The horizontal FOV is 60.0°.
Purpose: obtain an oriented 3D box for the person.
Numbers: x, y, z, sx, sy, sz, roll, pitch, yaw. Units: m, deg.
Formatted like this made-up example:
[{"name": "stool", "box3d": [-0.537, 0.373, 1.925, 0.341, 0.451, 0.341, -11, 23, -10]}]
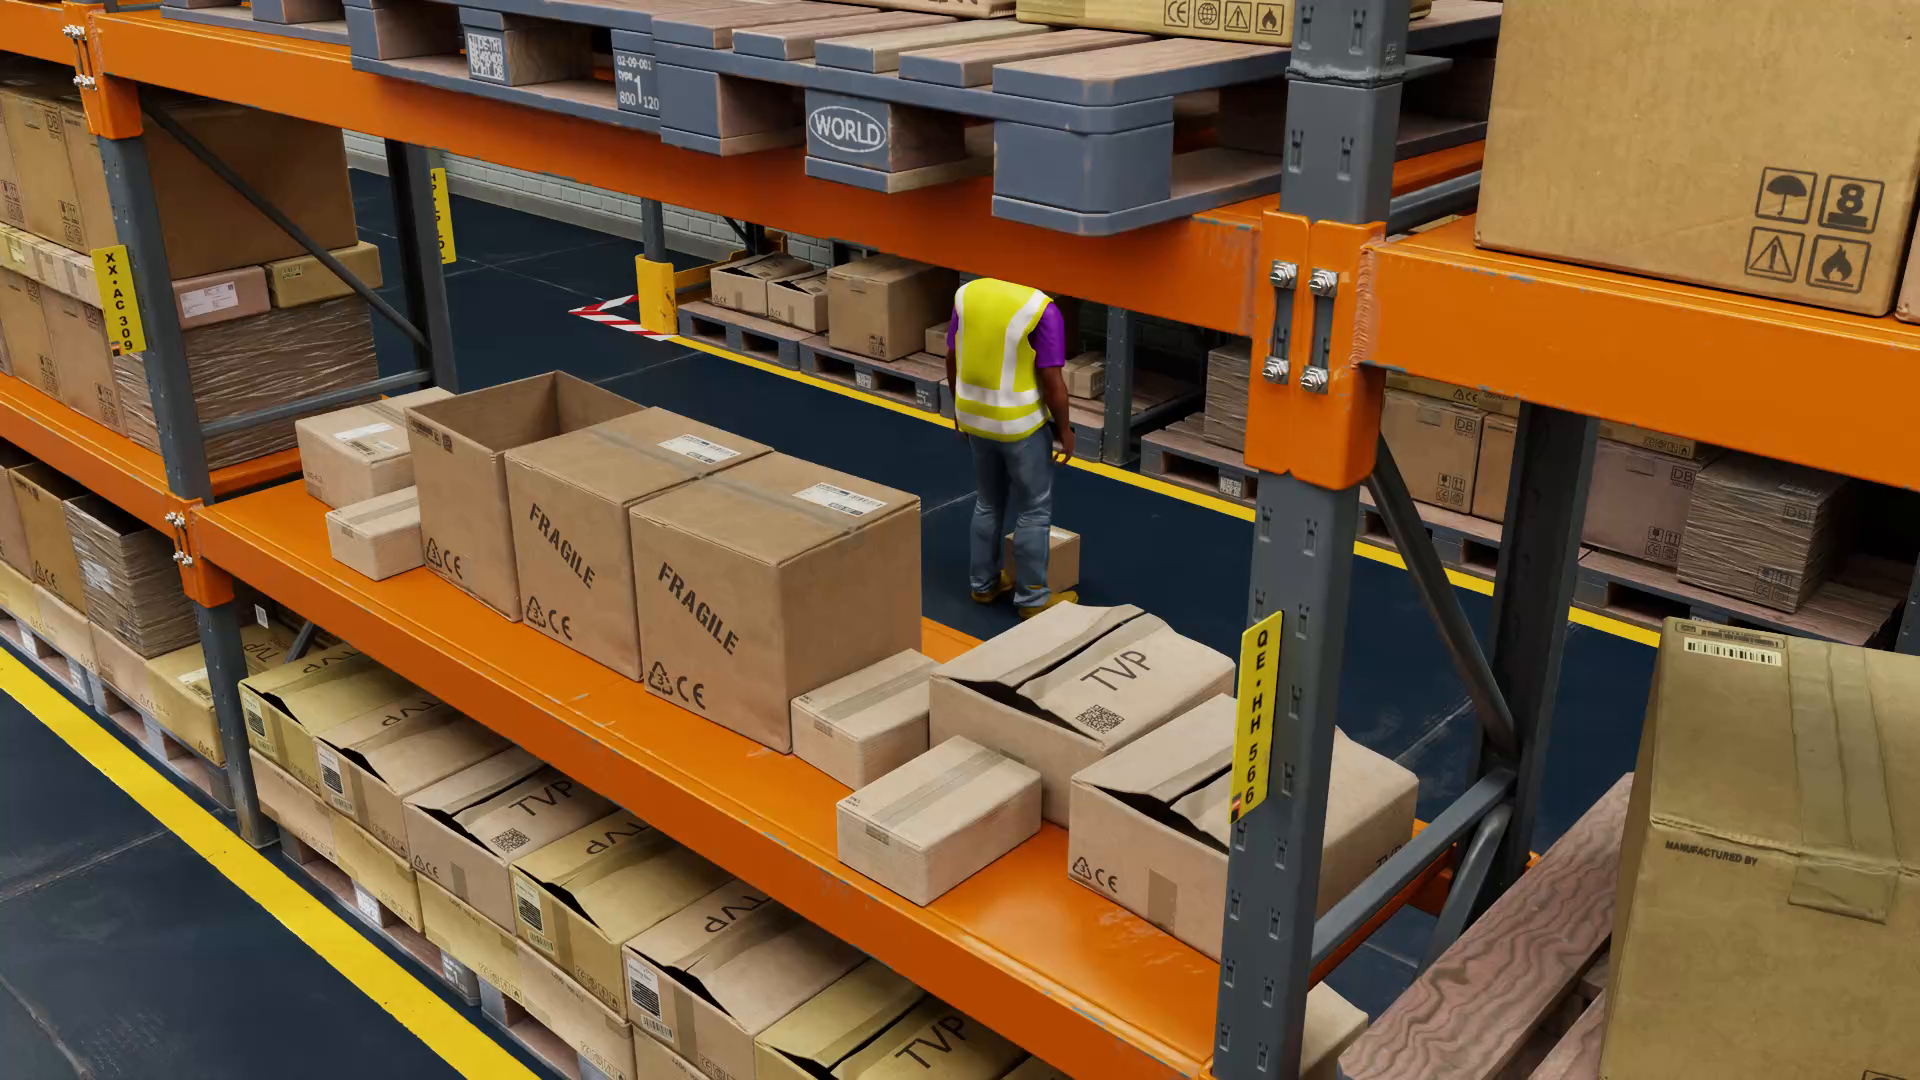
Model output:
[{"name": "person", "box3d": [0.227, -0.529, 7.285, 0.634, 1.756, 0.458, 19, 30, 36]}]
